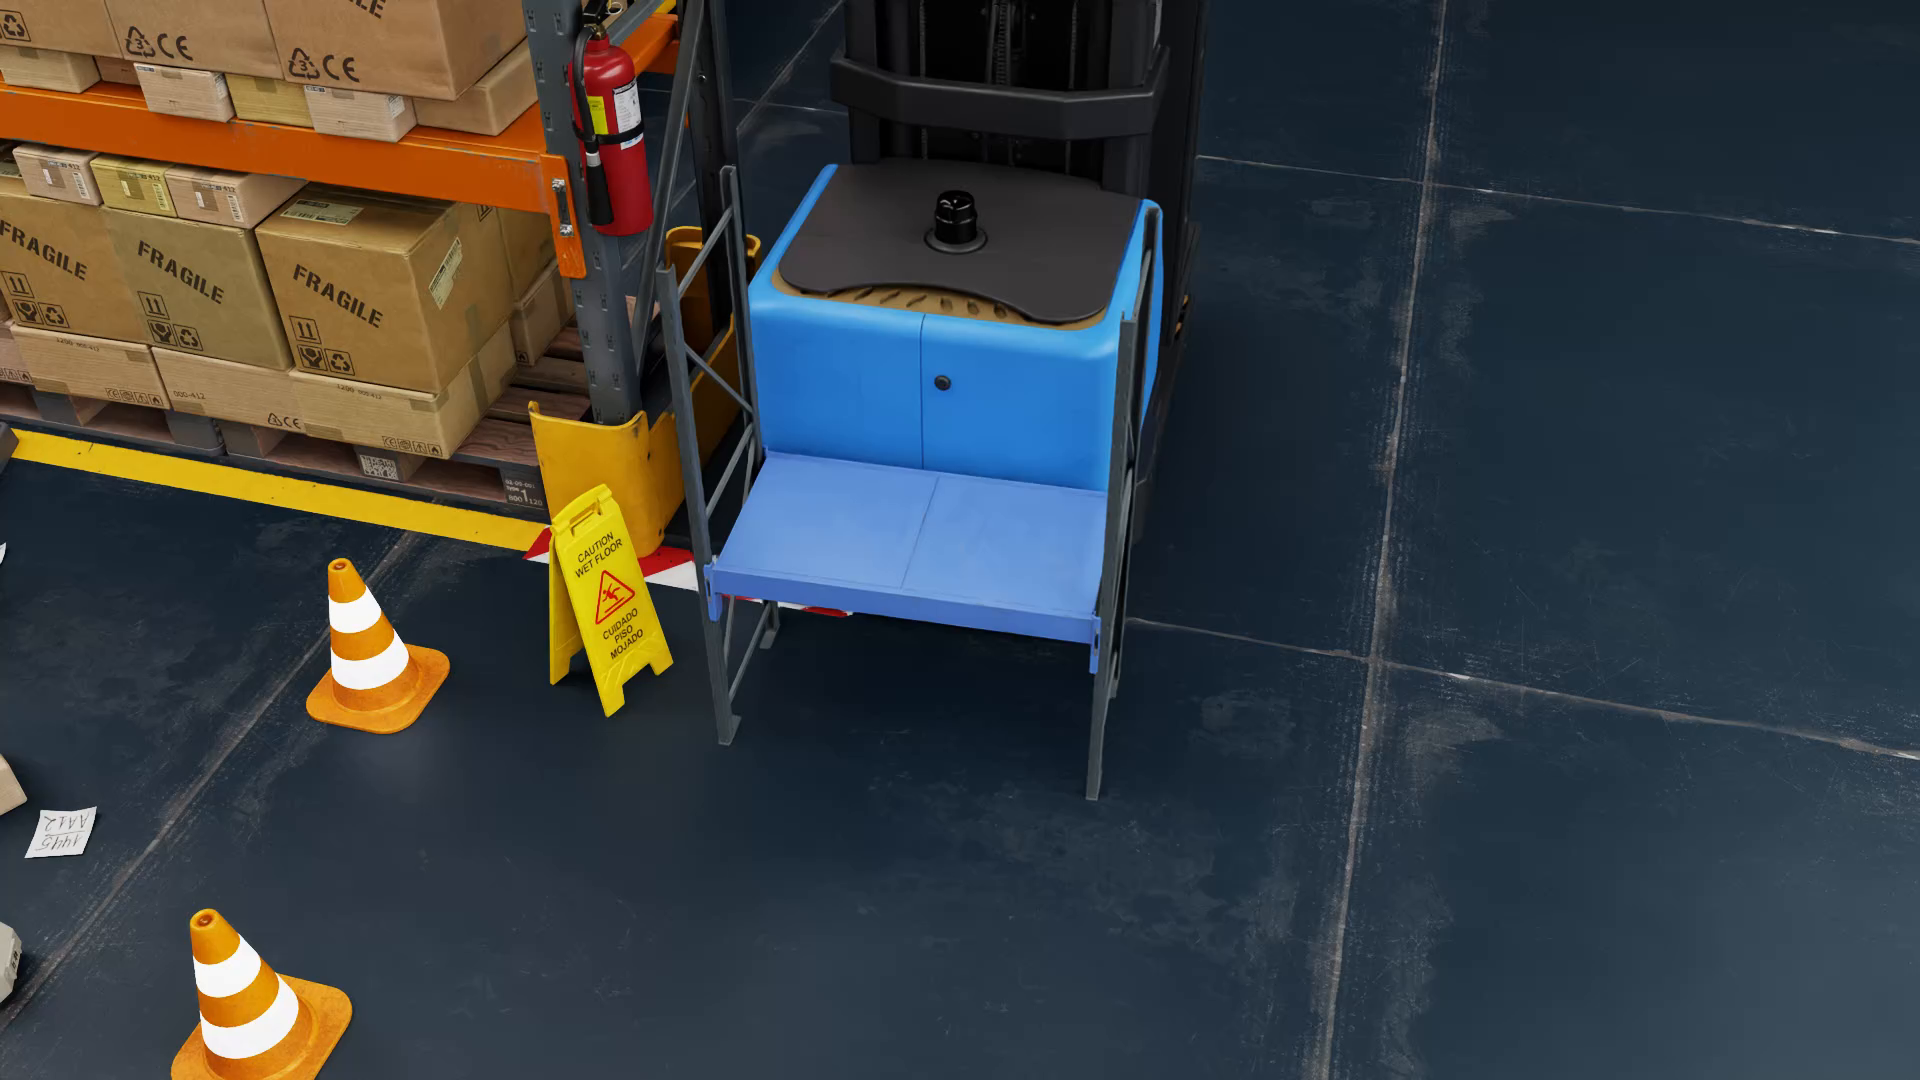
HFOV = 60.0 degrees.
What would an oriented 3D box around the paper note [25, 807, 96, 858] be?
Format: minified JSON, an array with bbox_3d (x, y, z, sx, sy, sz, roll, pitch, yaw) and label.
[{"bbox_3d":[-2.337,0.757,4.325,0.142,0.019,0.148,-3,40,-4],"label":"paper note"}]

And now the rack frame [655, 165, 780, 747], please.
[{"bbox_3d":[-0.600,-0.165,4.280,0.032,1.500,0.500,7,41,9],"label":"rack frame"}]

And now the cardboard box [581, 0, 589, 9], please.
[{"bbox_3d":[-1.295,-1.863,4.826,0.500,0.500,0.500,9,41,11],"label":"cardboard box"}]

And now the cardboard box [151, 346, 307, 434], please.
[{"bbox_3d":[-2.258,-0.626,5.474,0.500,0.250,0.500,10,41,12],"label":"cardboard box"}]

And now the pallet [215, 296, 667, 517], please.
[{"bbox_3d":[-1.758,-0.561,5.754,1.213,0.211,1.003,10,41,11],"label":"pallet"}]

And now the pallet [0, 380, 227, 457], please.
[{"bbox_3d":[-2.933,-0.765,5.997,1.213,0.211,1.003,10,41,11],"label":"pallet"}]

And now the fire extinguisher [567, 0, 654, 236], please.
[{"bbox_3d":[-0.918,-1.124,4.317,0.183,0.674,0.296,10,41,11],"label":"fire extinguisher"}]

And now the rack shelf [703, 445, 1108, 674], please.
[{"bbox_3d":[-0.101,0.037,4.320,1.000,0.185,0.538,7,41,9],"label":"rack shelf"}]

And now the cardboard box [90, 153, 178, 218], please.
[{"bbox_3d":[-2.365,-1.137,4.996,0.250,0.149,0.380,10,41,12],"label":"cardboard box"}]

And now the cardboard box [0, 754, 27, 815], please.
[{"bbox_3d":[-2.697,0.669,4.337,0.250,0.149,0.380,33,50,33],"label":"cardboard box"}]

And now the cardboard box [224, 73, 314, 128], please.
[{"bbox_3d":[-1.841,-1.322,4.687,0.250,0.149,0.380,9,41,11],"label":"cardboard box"}]

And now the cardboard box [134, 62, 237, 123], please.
[{"bbox_3d":[-2.098,-1.346,4.715,0.250,0.149,0.380,10,41,12],"label":"cardboard box"}]

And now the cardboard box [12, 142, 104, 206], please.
[{"bbox_3d":[-2.619,-1.182,5.049,0.250,0.149,0.380,11,41,13],"label":"cardboard box"}]

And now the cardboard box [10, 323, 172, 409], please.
[{"bbox_3d":[-2.765,-0.709,5.573,0.500,0.250,0.500,8,41,10],"label":"cardboard box"}]

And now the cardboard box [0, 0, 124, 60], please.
[{"bbox_3d":[-2.470,-1.702,4.635,0.500,0.500,0.500,10,41,11],"label":"cardboard box"}]

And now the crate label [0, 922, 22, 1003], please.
[{"bbox_3d":[-2.392,1.021,3.928,0.298,0.136,0.250,-10,41,-11],"label":"crate label"}]

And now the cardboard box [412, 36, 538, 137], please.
[{"bbox_3d":[-1.326,-1.292,4.652,0.250,0.149,0.380,11,41,13],"label":"cardboard box"}]

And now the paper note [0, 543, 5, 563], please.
[{"bbox_3d":[-3.048,0.065,5.149,0.148,0.019,0.142,-3,40,-4],"label":"paper note"}]

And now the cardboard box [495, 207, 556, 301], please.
[{"bbox_3d":[-1.640,-1.164,5.532,0.500,0.500,0.500,8,41,10],"label":"cardboard box"}]

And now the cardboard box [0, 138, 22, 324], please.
[{"bbox_3d":[-3.253,-1.085,5.438,0.500,0.500,0.500,12,41,14],"label":"cardboard box"}]

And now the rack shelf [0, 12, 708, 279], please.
[{"bbox_3d":[-2.841,-1.516,5.283,4.000,0.370,1.077,10,41,11],"label":"rack shelf"}]

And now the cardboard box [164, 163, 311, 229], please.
[{"bbox_3d":[-2.123,-1.093,4.943,0.250,0.149,0.380,11,41,13],"label":"cardboard box"}]

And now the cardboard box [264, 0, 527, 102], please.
[{"bbox_3d":[-1.505,-1.531,4.431,0.500,0.500,0.500,9,41,11],"label":"cardboard box"}]

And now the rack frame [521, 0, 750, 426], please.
[{"bbox_3d":[-0.909,-1.459,4.655,0.127,3.000,1.000,10,41,11],"label":"rack frame"}]

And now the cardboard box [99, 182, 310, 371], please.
[{"bbox_3d":[-2.256,-0.910,5.230,0.500,0.500,0.500,11,41,13],"label":"cardboard box"}]

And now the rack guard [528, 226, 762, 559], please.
[{"bbox_3d":[-0.983,-0.515,5.474,0.348,0.500,1.175,10,41,11],"label":"rack guard"}]

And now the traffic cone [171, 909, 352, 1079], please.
[{"bbox_3d":[-1.617,0.988,3.714,0.334,0.463,0.336,10,41,11],"label":"traffic cone"}]

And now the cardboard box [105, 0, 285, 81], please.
[{"bbox_3d":[-1.987,-1.617,4.534,0.500,0.500,0.500,10,41,12],"label":"cardboard box"}]

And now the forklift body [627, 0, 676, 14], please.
[{"bbox_3d":[-1.933,-3.401,7.627,1.214,2.155,2.313,10,41,11],"label":"forklift body"}]

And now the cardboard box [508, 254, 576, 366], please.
[{"bbox_3d":[-1.617,-0.873,5.769,0.500,0.250,0.500,9,41,11],"label":"cardboard box"}]

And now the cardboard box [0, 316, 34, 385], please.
[{"bbox_3d":[-3.241,-0.798,5.679,0.500,0.250,0.500,9,41,11],"label":"cardboard box"}]

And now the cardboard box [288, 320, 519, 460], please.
[{"bbox_3d":[-1.783,-0.539,5.370,0.500,0.250,0.500,10,41,11],"label":"cardboard box"}]

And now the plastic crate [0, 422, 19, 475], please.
[{"bbox_3d":[-3.469,-0.236,5.469,0.583,0.080,0.402,-3,40,-4],"label":"plastic crate"}]

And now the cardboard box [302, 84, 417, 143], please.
[{"bbox_3d":[-1.599,-1.266,4.620,0.250,0.149,0.380,9,41,11],"label":"cardboard box"}]

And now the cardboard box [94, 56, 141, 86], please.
[{"bbox_3d":[-2.309,-1.476,4.870,0.250,0.149,0.380,10,41,12],"label":"cardboard box"}]

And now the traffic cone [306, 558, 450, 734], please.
[{"bbox_3d":[-1.658,0.242,4.602,0.334,0.463,0.336,10,41,11],"label":"traffic cone"}]

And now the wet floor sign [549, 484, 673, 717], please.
[{"bbox_3d":[-1.002,0.138,4.583,0.232,0.644,0.267,24,46,26],"label":"wet floor sign"}]

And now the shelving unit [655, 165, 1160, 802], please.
[{"bbox_3d":[-0.101,-0.101,4.204,1.048,1.500,0.538,7,41,9],"label":"shelving unit"}]

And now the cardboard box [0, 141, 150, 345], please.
[{"bbox_3d":[-2.741,-0.999,5.335,0.500,0.500,0.500,9,41,10],"label":"cardboard box"}]

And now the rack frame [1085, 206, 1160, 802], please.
[{"bbox_3d":[0.398,-0.037,4.128,0.032,1.500,0.500,7,41,9],"label":"rack frame"}]

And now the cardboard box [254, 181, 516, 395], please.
[{"bbox_3d":[-1.751,-0.826,5.129,0.500,0.500,0.500,10,41,12],"label":"cardboard box"}]

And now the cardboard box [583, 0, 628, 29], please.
[{"bbox_3d":[-1.184,-1.548,4.957,0.250,0.149,0.380,10,41,12],"label":"cardboard box"}]

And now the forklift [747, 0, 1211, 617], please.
[{"bbox_3d":[0.246,-1.789,5.101,1.130,2.935,3.031,9,41,10],"label":"forklift"}]

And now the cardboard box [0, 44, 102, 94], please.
[{"bbox_3d":[-2.580,-1.462,4.853,0.250,0.149,0.380,9,41,11],"label":"cardboard box"}]
